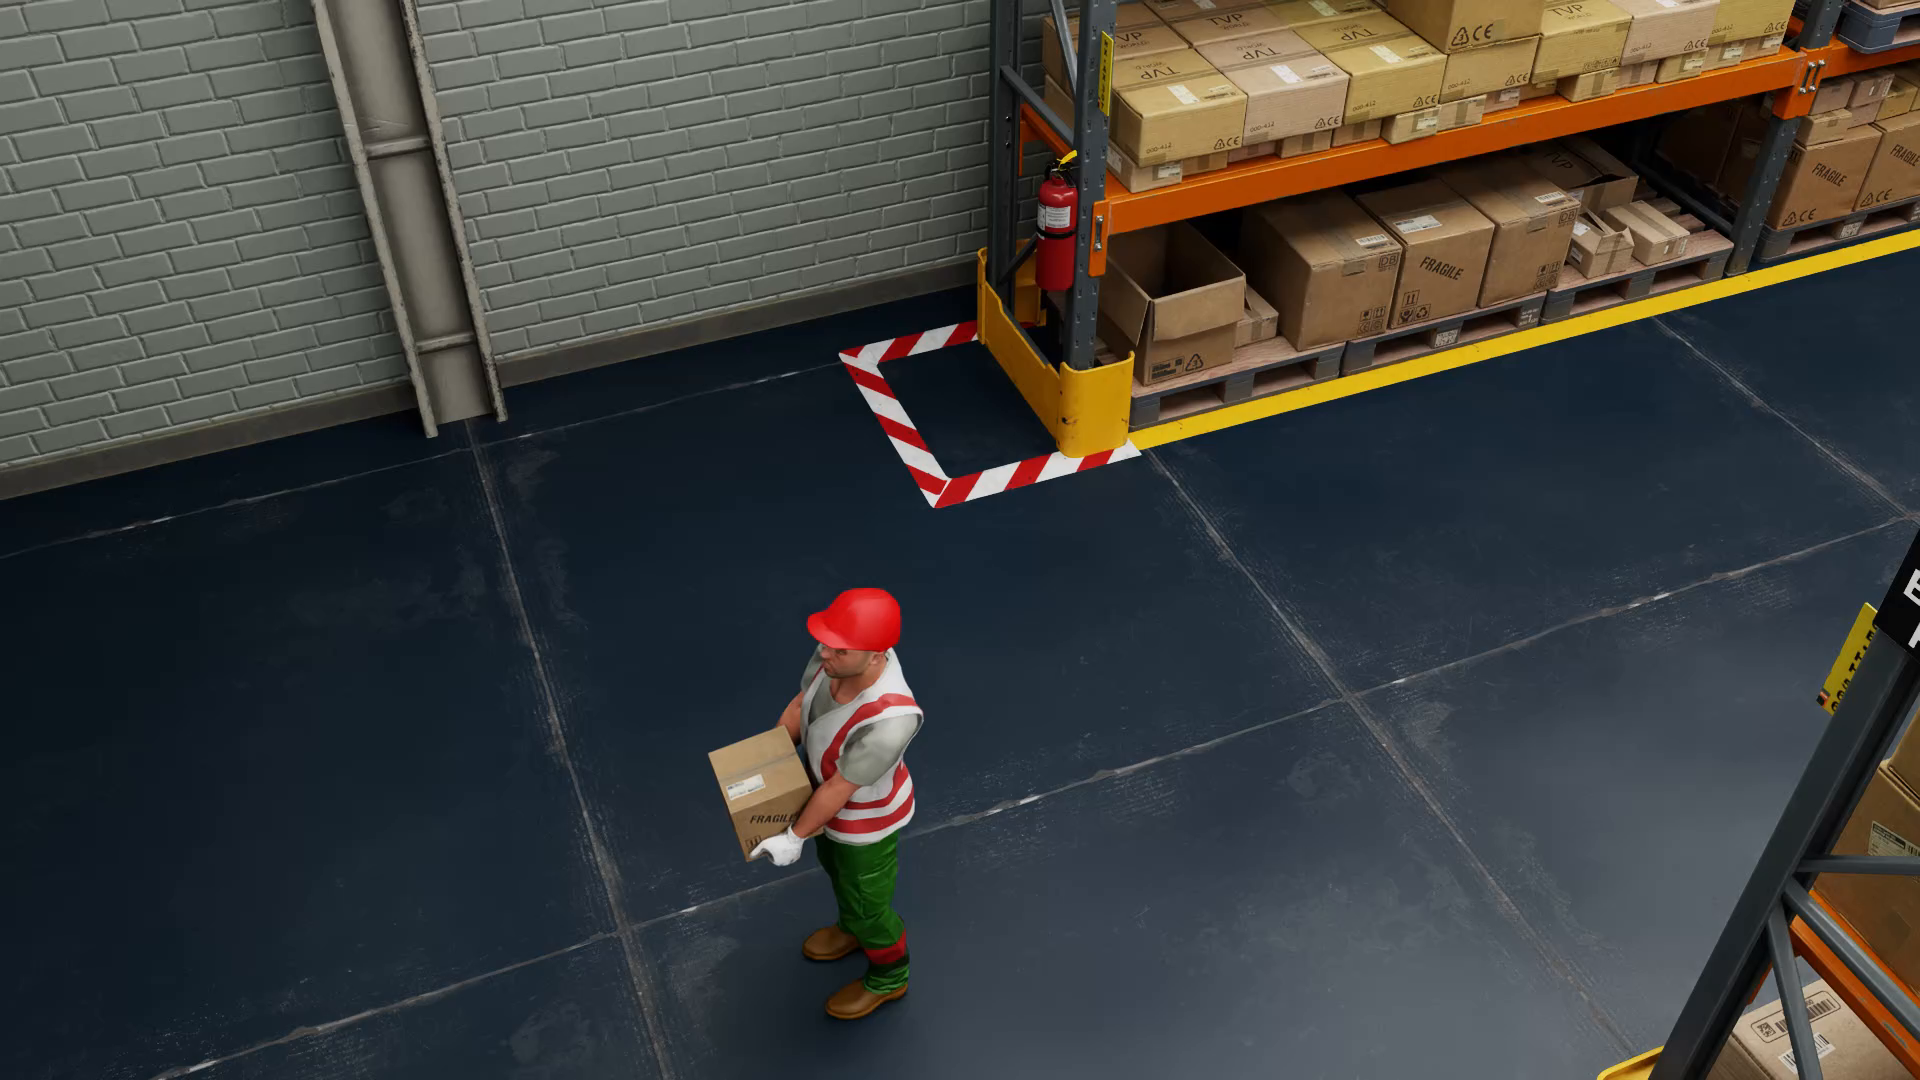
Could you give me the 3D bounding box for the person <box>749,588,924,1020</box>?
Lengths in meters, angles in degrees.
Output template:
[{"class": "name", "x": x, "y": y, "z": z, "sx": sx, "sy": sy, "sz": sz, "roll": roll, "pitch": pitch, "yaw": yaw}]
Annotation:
[{"class": "person", "x": -0.417, "y": 0.853, "z": 5.174, "sx": 0.555, "sy": 1.784, "sz": 0.494, "roll": -15, "pitch": 43, "yaw": -16}]
